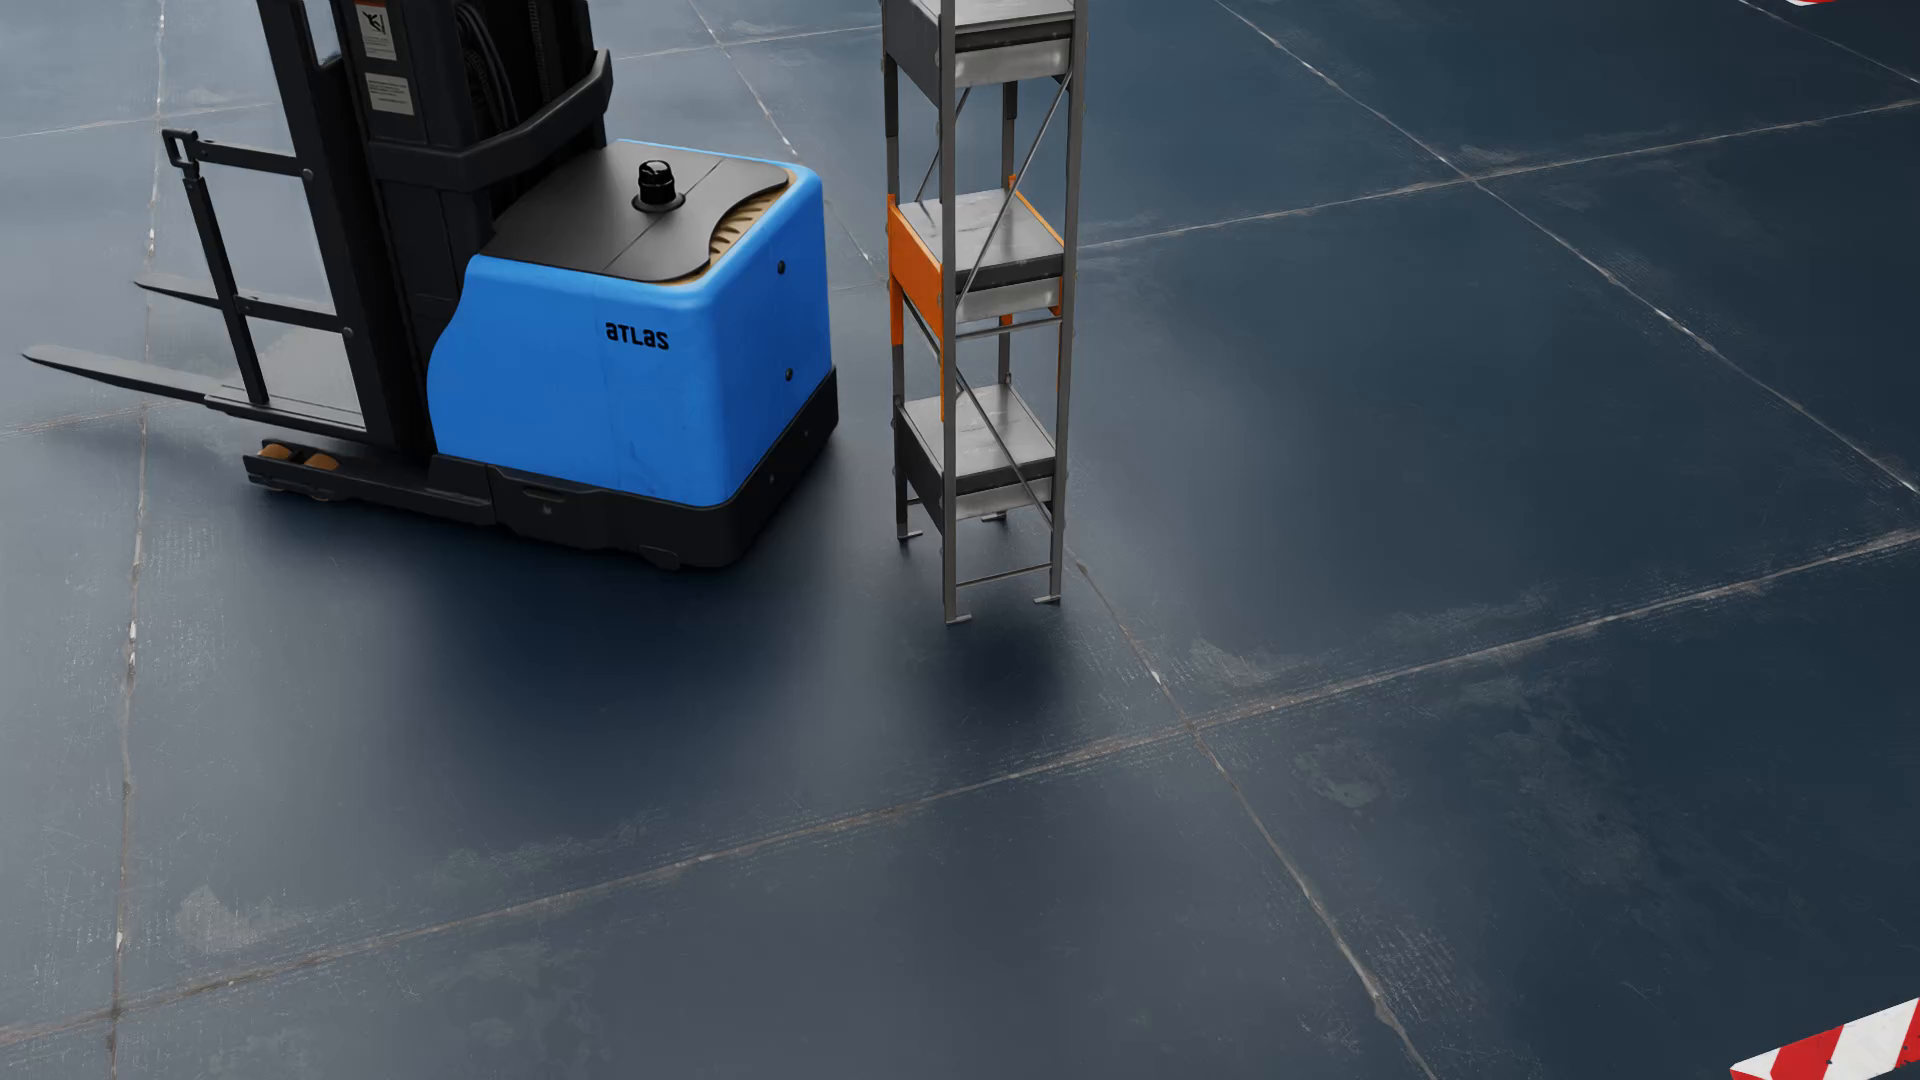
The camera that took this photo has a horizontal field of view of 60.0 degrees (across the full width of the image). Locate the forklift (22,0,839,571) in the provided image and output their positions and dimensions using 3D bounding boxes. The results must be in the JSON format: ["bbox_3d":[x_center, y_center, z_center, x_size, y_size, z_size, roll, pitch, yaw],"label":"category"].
[{"bbox_3d":[-2.028,-1.596,5.432,3.031,2.935,1.130,12,39,15],"label":"forklift"}]

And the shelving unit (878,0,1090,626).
[{"bbox_3d":[0.057,-0.745,4.994,0.431,2.100,0.503,-12,39,-16],"label":"shelving unit"}]

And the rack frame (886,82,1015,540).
[{"bbox_3d":[-0.027,-0.883,5.177,0.400,2.100,0.015,-12,39,-16],"label":"rack frame"}]

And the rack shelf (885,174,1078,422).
[{"bbox_3d":[0.057,-0.734,5.002,0.431,0.518,0.480,-12,39,-16],"label":"rack shelf"}]

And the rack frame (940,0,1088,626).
[{"bbox_3d":[0.141,-0.607,4.811,0.400,2.100,0.015,-12,39,-16],"label":"rack frame"}]

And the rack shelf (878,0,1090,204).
[{"bbox_3d":[0.057,-1.293,4.581,0.431,0.518,0.480,-12,39,-16],"label":"rack shelf"}]

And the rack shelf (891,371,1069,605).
[{"bbox_3d":[0.057,-0.175,5.423,0.431,0.518,0.480,-12,39,-16],"label":"rack shelf"}]
